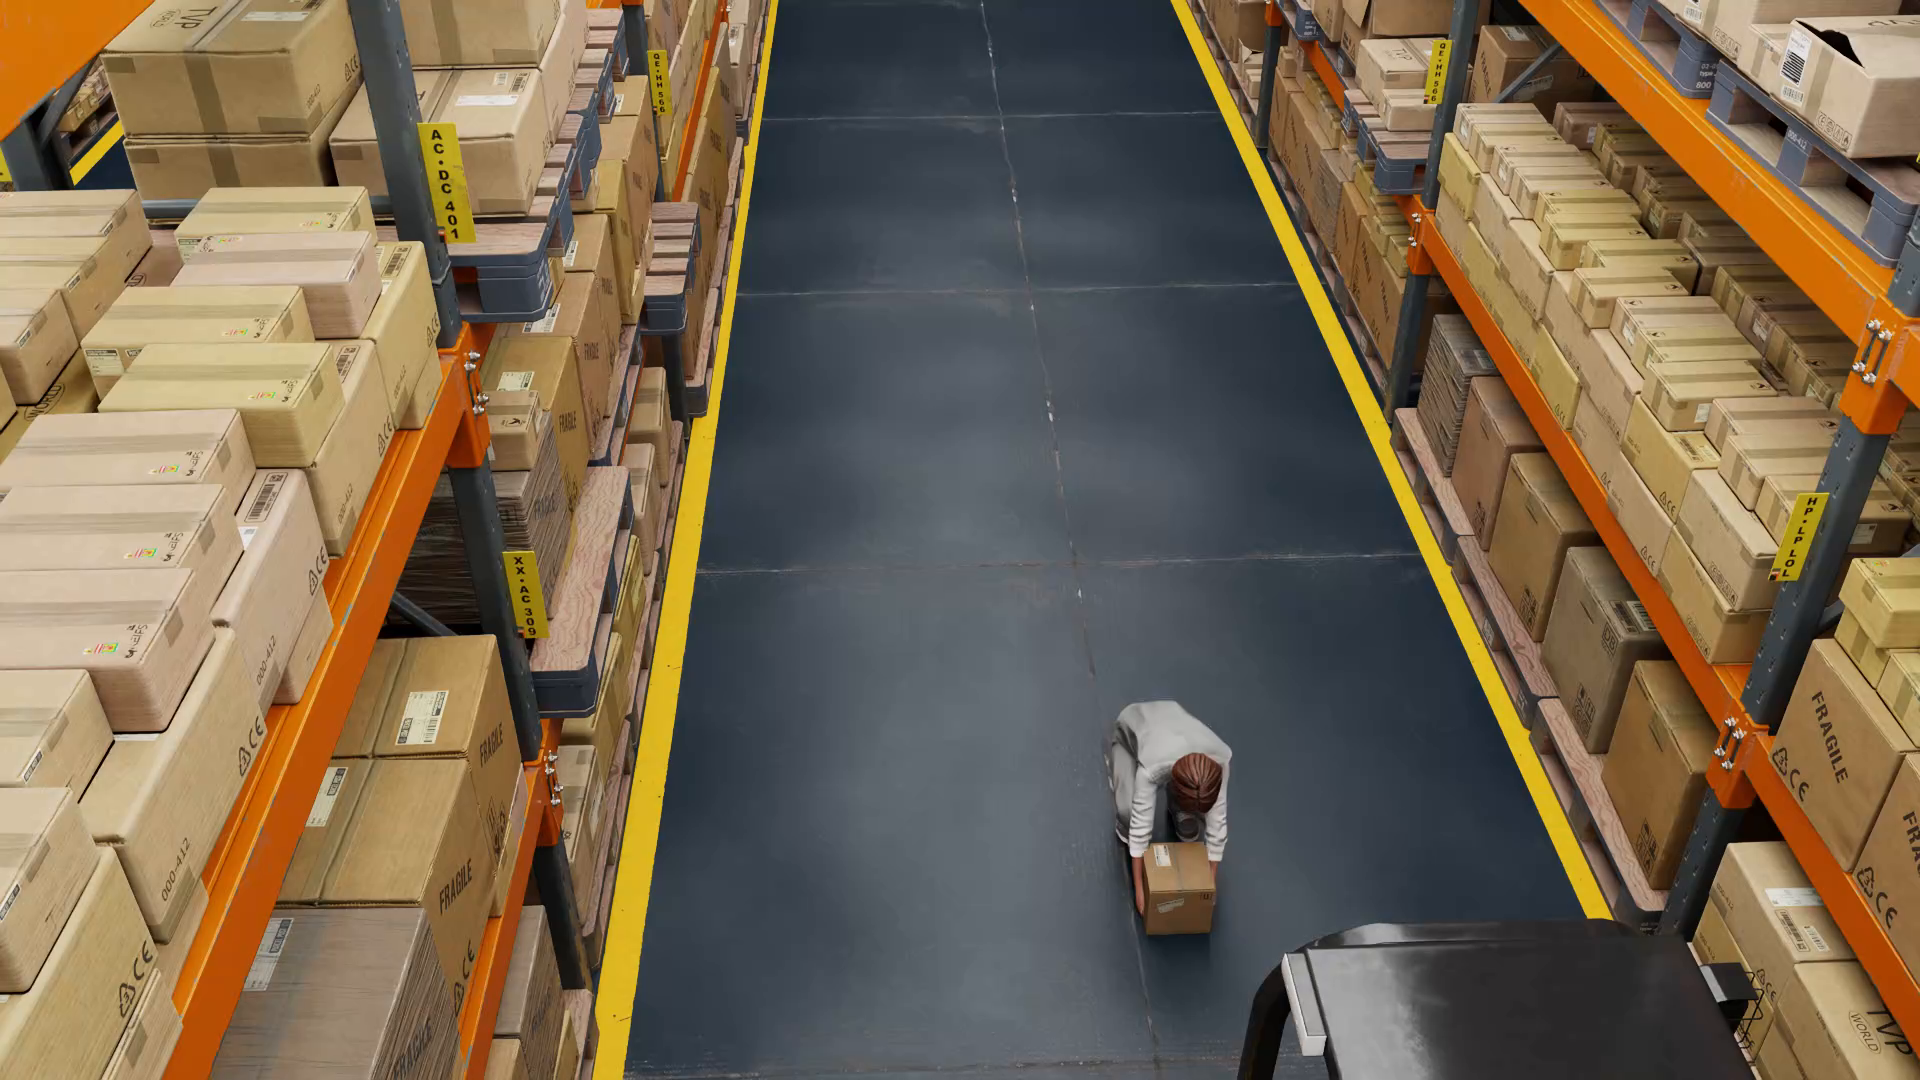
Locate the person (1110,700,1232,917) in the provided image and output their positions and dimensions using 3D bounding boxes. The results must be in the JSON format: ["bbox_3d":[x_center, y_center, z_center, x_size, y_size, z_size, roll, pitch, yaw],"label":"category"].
[{"bbox_3d":[0.826,0.962,6.607,0.435,0.761,0.810,-2,36,-2],"label":"person"}]
